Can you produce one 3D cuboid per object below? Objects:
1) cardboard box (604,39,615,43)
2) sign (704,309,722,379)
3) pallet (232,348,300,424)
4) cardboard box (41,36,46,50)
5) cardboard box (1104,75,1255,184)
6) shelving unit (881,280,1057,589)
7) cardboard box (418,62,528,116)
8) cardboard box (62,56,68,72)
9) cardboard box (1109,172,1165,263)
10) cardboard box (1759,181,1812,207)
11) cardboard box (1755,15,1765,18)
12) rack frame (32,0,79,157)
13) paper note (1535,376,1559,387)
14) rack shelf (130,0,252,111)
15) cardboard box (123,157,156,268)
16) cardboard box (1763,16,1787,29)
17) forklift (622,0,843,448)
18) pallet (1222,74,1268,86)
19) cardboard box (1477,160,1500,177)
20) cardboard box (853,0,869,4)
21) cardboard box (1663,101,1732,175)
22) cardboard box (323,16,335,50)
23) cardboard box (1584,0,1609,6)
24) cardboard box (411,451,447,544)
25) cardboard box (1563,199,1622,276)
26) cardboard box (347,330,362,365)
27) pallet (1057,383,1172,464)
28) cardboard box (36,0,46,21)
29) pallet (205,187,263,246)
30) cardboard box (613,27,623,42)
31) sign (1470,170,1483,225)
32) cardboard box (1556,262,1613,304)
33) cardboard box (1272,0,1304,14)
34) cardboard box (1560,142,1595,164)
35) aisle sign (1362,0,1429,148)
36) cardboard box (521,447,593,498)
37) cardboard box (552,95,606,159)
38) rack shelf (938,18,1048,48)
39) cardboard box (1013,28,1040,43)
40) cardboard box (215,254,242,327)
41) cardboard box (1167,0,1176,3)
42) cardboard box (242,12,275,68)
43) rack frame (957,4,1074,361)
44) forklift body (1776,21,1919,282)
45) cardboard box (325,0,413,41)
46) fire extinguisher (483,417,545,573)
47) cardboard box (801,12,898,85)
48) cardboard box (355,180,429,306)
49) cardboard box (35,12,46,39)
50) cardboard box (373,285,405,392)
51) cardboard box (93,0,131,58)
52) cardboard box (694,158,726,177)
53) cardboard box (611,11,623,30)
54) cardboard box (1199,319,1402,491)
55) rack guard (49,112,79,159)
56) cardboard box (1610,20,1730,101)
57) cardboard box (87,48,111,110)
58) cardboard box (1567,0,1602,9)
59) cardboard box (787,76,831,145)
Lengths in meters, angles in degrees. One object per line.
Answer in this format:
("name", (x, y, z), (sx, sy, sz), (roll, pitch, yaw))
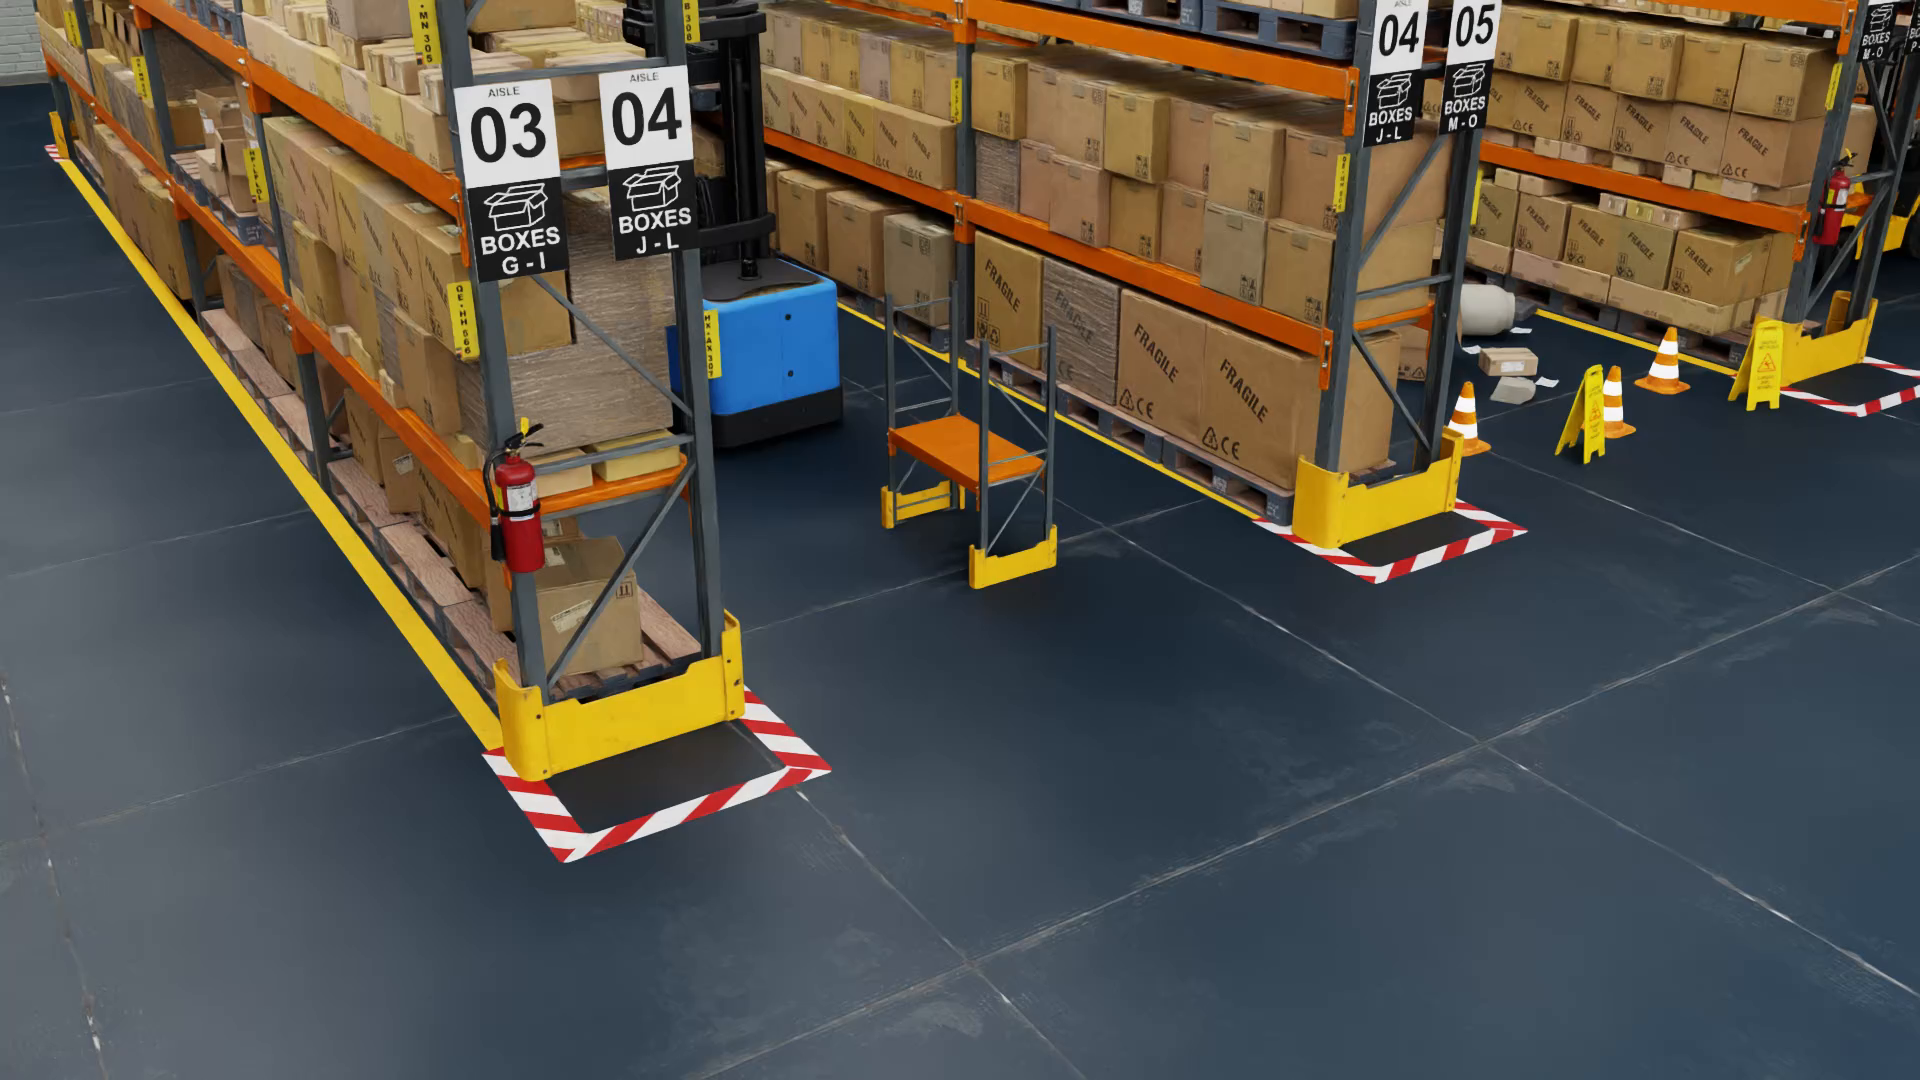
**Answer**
("cardboard box", (-3.547, -5.247, 17.654), (0.380, 0.149, 0.250), (-17, 30, -32))
("sign", (-1.147, -0.894, 7.617), (0.100, 0.325, 0.005), (-16, 29, -30))
("pallet", (-4.882, -1.261, 12.674), (1.003, 0.211, 1.213), (-16, 29, -30))
("cardboard box", (-10.419, -5.782, 19.278), (0.380, 0.149, 0.250), (-15, 29, -29))
("cardboard box", (1.471, -2.760, 11.143), (0.875, 0.550, 0.500), (-16, 29, -30))
("shelving unit", (0.042, -0.651, 9.872), (0.587, 1.500, 1.083), (-16, 29, -30))
("cardboard box", (-2.015, -1.872, 6.896), (0.380, 0.149, 0.250), (-16, 29, -30))
("cardboard box", (-9.434, -5.138, 17.915), (0.380, 0.149, 0.250), (-15, 29, -29))
("cardboard box", (1.525, -2.287, 11.406), (0.875, 0.550, 0.500), (-16, 29, -30))
("cardboard box", (6.318, -2.656, 12.657), (0.380, 0.149, 0.250), (-14, 29, -28))
("cardboard box", (8.662, -5.789, 18.122), (0.380, 0.149, 0.250), (-16, 30, -31))
("rack frame", (-10.336, -6.099, 19.656), (1.000, 3.000, 0.127), (-16, 29, -30))
("paper note", (4.517, -1.217, 12.793), (0.142, 0.019, 0.148), (18, 31, 33))
("rack shelf", (-4.877, -3.554, 11.593), (1.077, 0.370, 4.000), (-16, 29, -30))
("cardboard box", (-6.809, -3.039, 15.171), (1.225, 0.875, 0.875), (-15, 29, -29))
("cardboard box", (8.628, -5.438, 17.378), (0.380, 0.149, 0.250), (-16, 30, -30))
("forklift", (-2.130, -2.524, 12.164), (1.130, 2.935, 3.031), (-18, 31, -33))
("pallet", (3.449, -4.762, 17.048), (1.003, 0.211, 1.213), (-16, 29, -30))
("cardboard box", (4.631, -3.363, 14.951), (0.380, 0.149, 0.250), (-15, 29, -29))
("cardboard box", (-1.162, -7.679, 22.887), (0.500, 0.500, 0.500), (-14, 29, -28))
("cardboard box", (5.905, -3.176, 12.998), (0.500, 0.500, 0.500), (-15, 29, -29))
("cardboard box", (-2.954, -2.546, 8.325), (0.380, 0.149, 0.250), (-15, 29, -28))
("cardboard box", (7.370, -6.211, 19.015), (0.380, 0.149, 0.250), (-16, 30, -31))
("cardboard box", (-2.877, -0.307, 9.824), (0.500, 0.500, 0.500), (-19, 31, -34))
("cardboard box", (5.488, -2.565, 14.021), (0.500, 0.500, 0.500), (-16, 30, -31))
("cardboard box", (-3.217, -1.105, 9.372), (0.380, 0.149, 0.250), (-16, 29, -30))
("pallet", (1.445, -0.939, 11.991), (1.003, 0.211, 1.213), (-16, 29, -30))
("cardboard box", (-10.028, -6.092, 18.589), (0.500, 0.500, 0.500), (-16, 30, -31))
("pallet", (-4.854, -2.453, 12.156), (1.003, 0.211, 1.213), (-16, 29, -30))
("cardboard box", (-3.392, -5.283, 17.381), (0.380, 0.149, 0.250), (-16, 30, -30))
("sign", (3.077, -2.051, 9.973), (0.100, 0.325, 0.005), (-16, 29, -30))
("cardboard box", (5.468, -2.232, 14.193), (0.500, 0.250, 0.500), (-17, 30, -31))
("cardboard box", (2.007, -3.104, 9.484), (0.380, 0.149, 0.250), (-15, 29, -29))
("cardboard box", (5.272, -3.272, 13.962), (0.380, 0.149, 0.250), (-16, 29, -30))
("aisle sign", (2.396, -2.576, 9.149), (0.394, 0.787, 0.004), (-16, 29, -30))
("cardboard box", (-1.930, -0.317, 7.701), (0.380, 0.149, 0.250), (-16, 29, -30))
("cardboard box", (-1.648, -1.898, 7.418), (0.500, 0.250, 0.500), (-15, 29, -28))
("rack shelf", (1.242, -5.937, 20.156), (1.077, 0.370, 4.000), (-16, 29, -30))
("cardboard box", (0.985, -6.139, 19.915), (0.500, 0.250, 0.500), (-16, 30, -30))
("cardboard box", (-5.587, -2.071, 13.537), (0.700, 0.500, 0.500), (-17, 30, -32))
("cardboard box", (2.386, -5.702, 17.857), (0.500, 0.500, 0.500), (-16, 30, -31))
("cardboard box", (-3.754, -2.875, 9.489), (0.500, 0.250, 0.500), (-17, 30, -32))
("rack frame", (0.425, -2.927, 12.936), (1.000, 3.000, 0.127), (-16, 29, -30))
("forklift body", (8.294, -3.713, 15.596), (2.313, 2.155, 1.214), (-16, 29, -30))
("cardboard box", (-2.660, -2.634, 7.751), (0.500, 0.500, 0.500), (-16, 29, -30))
("fire extinguisher", (-1.925, -0.193, 7.236), (0.296, 0.674, 0.183), (-16, 29, -30))
("cardboard box", (-0.962, -4.328, 14.617), (0.700, 0.500, 0.500), (-16, 30, -30))
("cardboard box", (-2.658, -1.504, 8.286), (0.500, 0.500, 0.500), (-16, 29, -30))
("cardboard box", (-10.300, -5.931, 19.128), (0.500, 0.250, 0.500), (-16, 30, -31))
("cardboard box", (-2.489, -1.099, 8.599), (0.875, 0.500, 0.500), (-16, 29, -30))
("cardboard box", (-7.797, -4.941, 15.910), (0.797, 0.503, 0.637), (-16, 30, -31))
("cardboard box", (-2.337, -3.592, 16.780), (0.500, 0.500, 0.500), (-16, 29, -30))
("cardboard box", (-3.405, -5.423, 17.330), (0.380, 0.149, 0.250), (-14, 29, -28))
("cardboard box", (2.183, -0.952, 10.751), (0.875, 0.875, 0.875), (-15, 29, -29))
("rack guard", (-10.349, -4.977, 20.208), (1.175, 0.500, 0.348), (-16, 29, -30))
("cardboard box", (5.605, -3.791, 13.129), (0.700, 0.500, 0.500), (-16, 30, -30))
("cardboard box", (-8.111, -4.491, 16.132), (0.500, 0.500, 0.500), (-15, 29, -29))
("cardboard box", (7.371, -6.100, 19.249), (0.500, 0.250, 0.500), (-15, 29, -29))
("cardboard box", (-1.184, -3.818, 14.706), (0.500, 0.500, 0.500), (-16, 29, -30))
